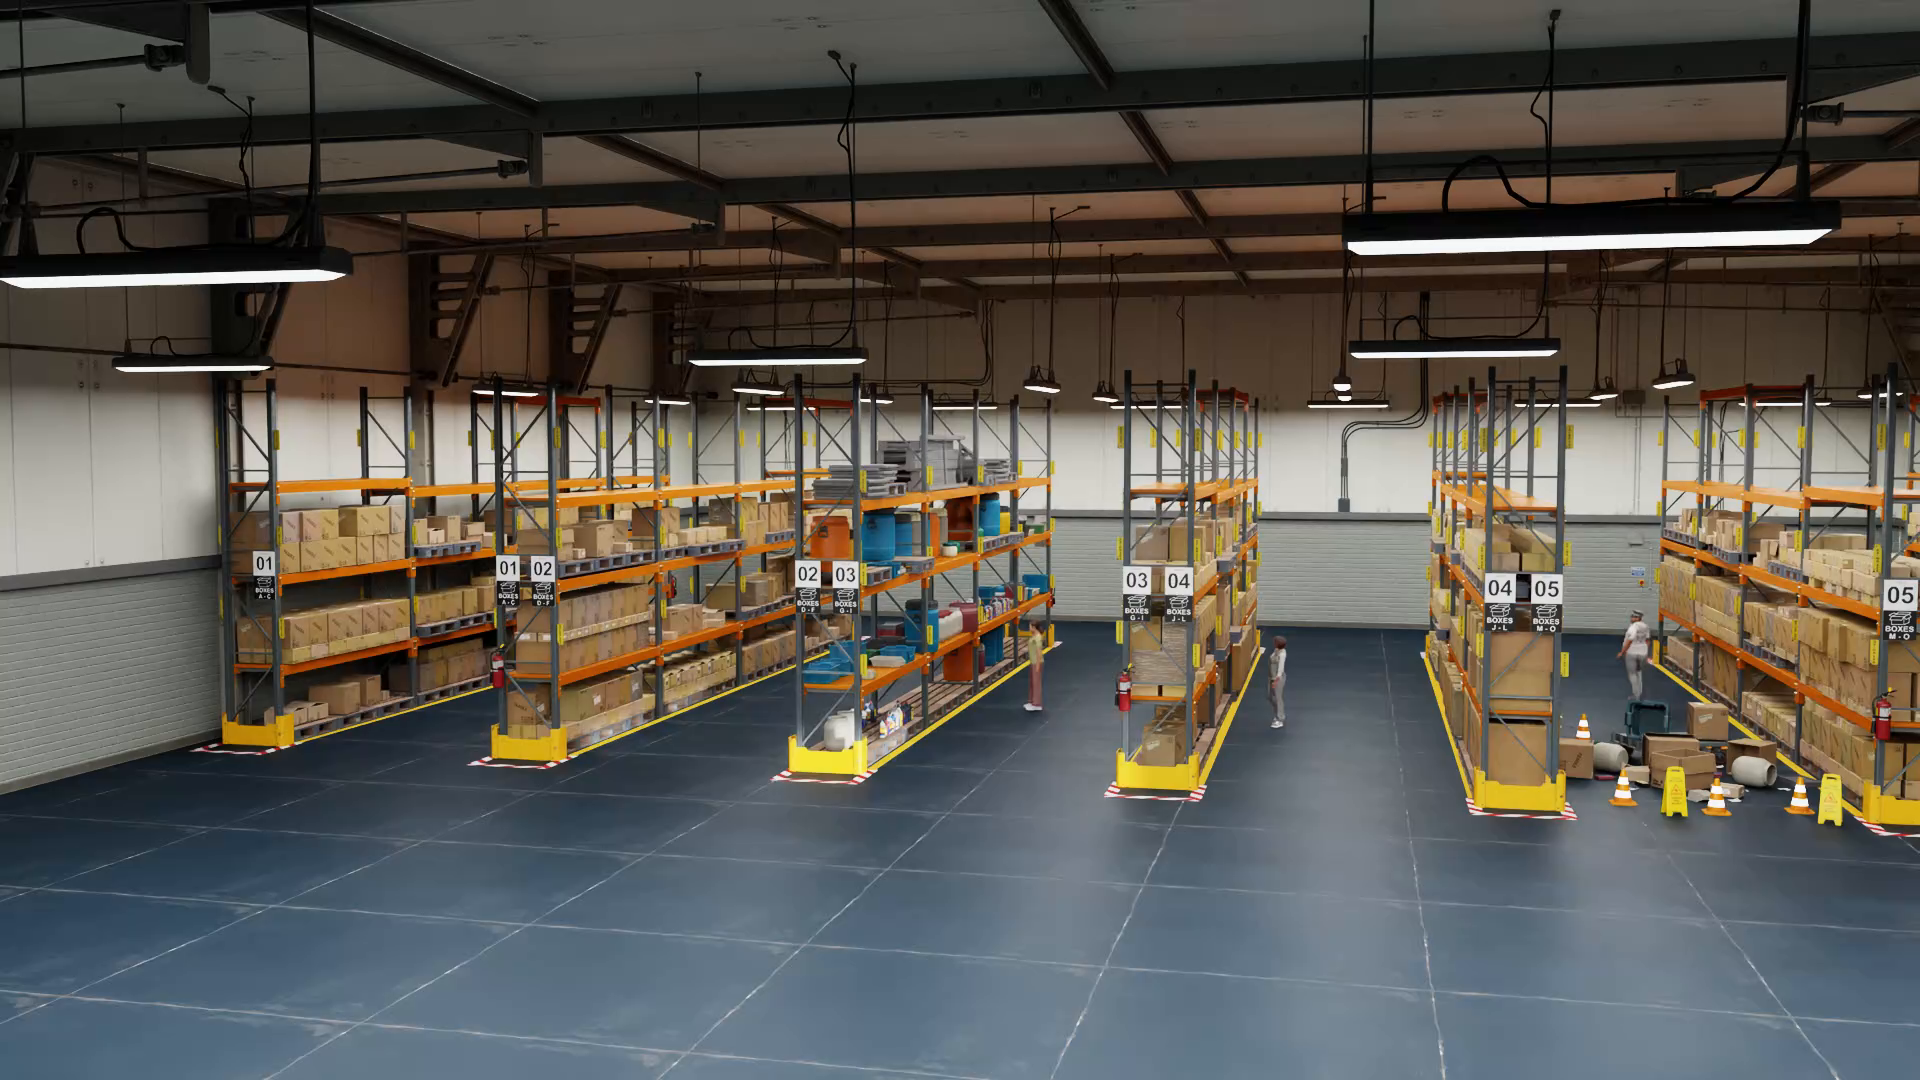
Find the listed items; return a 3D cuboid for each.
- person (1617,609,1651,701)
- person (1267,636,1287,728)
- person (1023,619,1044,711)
[{"bbox_3d":[12.913,2.216,31.799,0.614,1.820,0.603,0,3,-4],"label":"person"},{"bbox_3d":[5.540,2.465,29.080,0.361,1.616,0.510,-1,4,-12],"label":"person"},{"bbox_3d":[1.372,2.303,30.810,0.406,1.676,0.496,0,3,-1],"label":"person"}]
